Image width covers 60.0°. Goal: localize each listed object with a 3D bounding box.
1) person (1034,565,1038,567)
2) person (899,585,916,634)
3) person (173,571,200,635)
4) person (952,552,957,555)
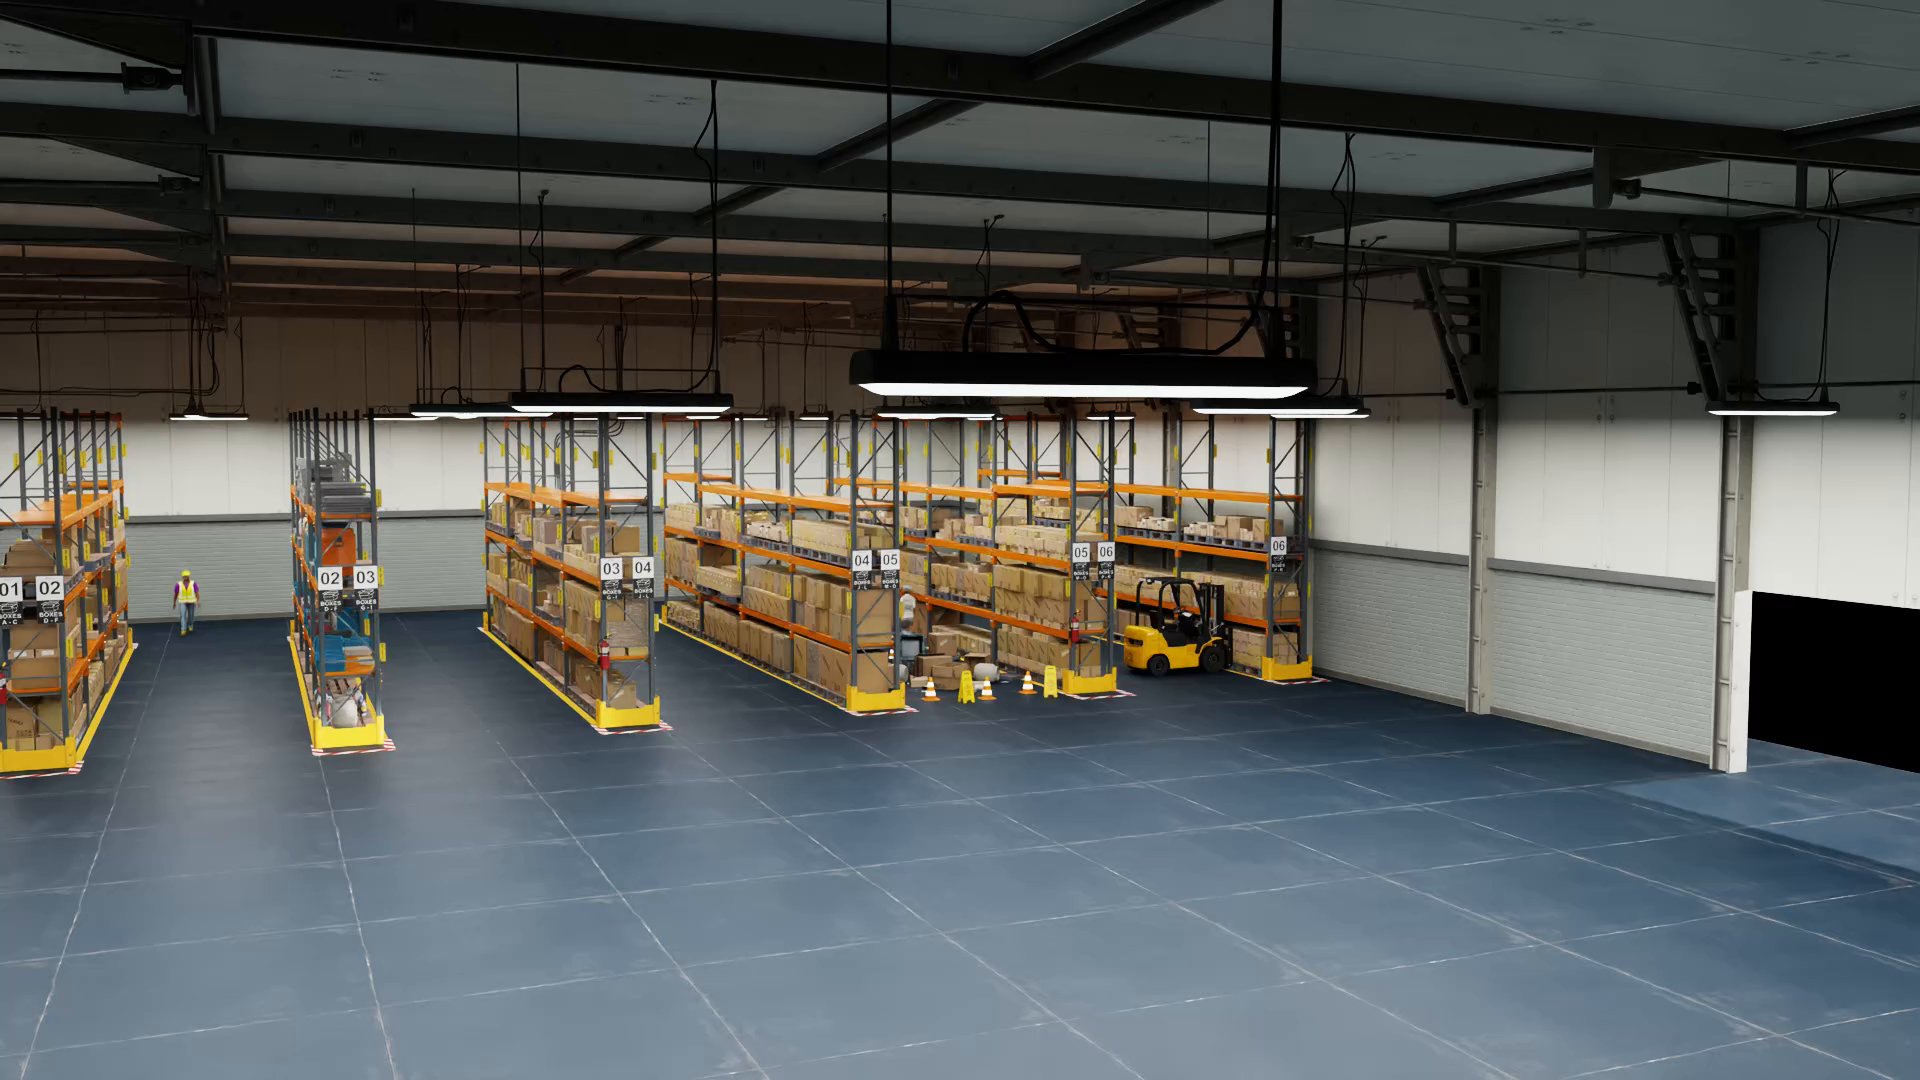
[{"bbox_3d":[2.060,1.525,45.556,0.580,1.662,0.616,2,5,29],"label":"person"},{"bbox_3d":[-1.347,1.895,40.840,0.517,1.578,0.499,-2,5,-28],"label":"person"},{"bbox_3d":[-21.006,1.692,45.151,0.691,1.708,1.085,-2,4,-23],"label":"person"},{"bbox_3d":[-0.127,1.188,52.745,0.612,1.646,0.498,-2,4,-21],"label":"person"}]
